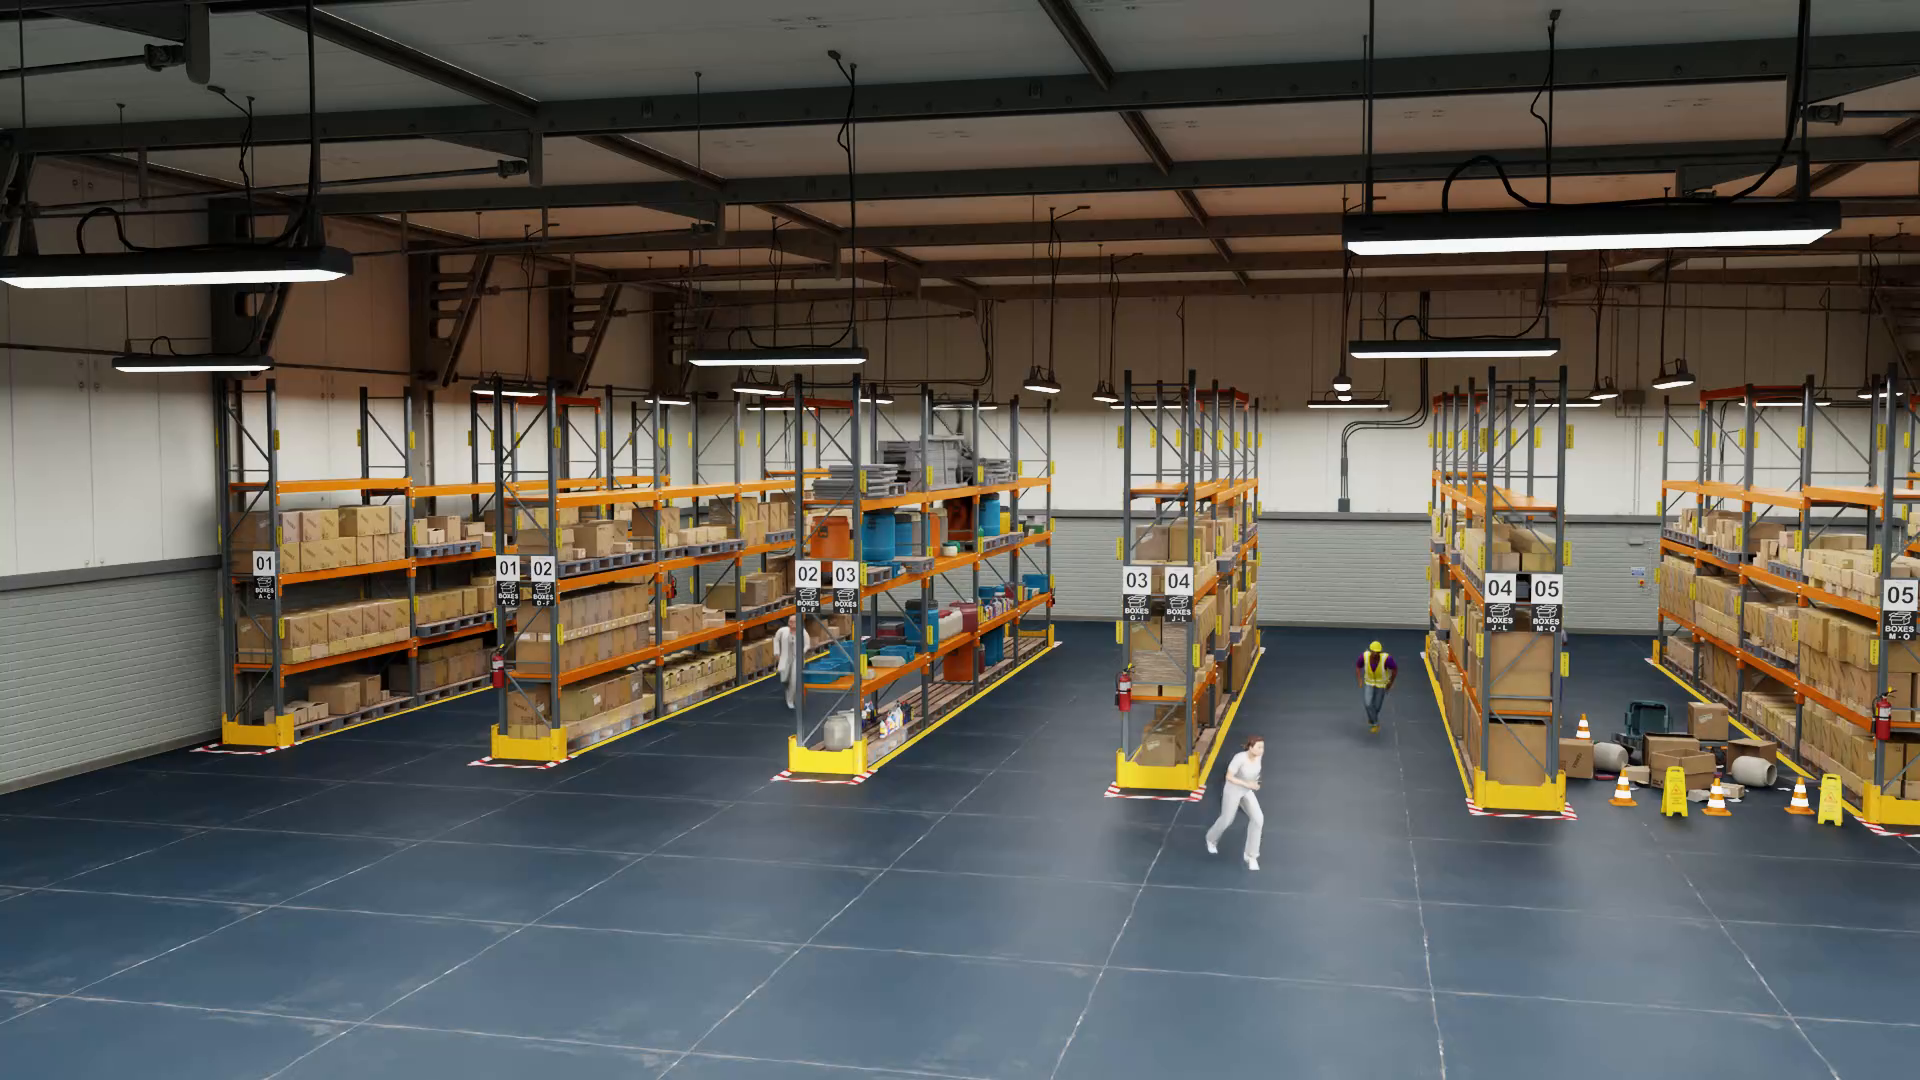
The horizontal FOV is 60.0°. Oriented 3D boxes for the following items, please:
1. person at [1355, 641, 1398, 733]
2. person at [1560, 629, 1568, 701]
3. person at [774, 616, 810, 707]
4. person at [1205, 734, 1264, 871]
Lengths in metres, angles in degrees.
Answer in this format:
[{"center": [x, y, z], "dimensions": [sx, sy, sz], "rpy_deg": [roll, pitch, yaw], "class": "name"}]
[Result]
[{"center": [7.158, 2.501, 28.608], "dimensions": [0.698, 1.609, 1.030], "rpy_deg": [1, 4, 17], "class": "person"}, {"center": [11.281, 2.256, 31.680], "dimensions": [0.598, 1.652, 0.933], "rpy_deg": [1, 3, 9], "class": "person"}, {"center": [-3.163, 2.275, 31.141], "dimensions": [0.702, 1.731, 0.672], "rpy_deg": [0, 3, 2], "class": "person"}, {"center": [3.261, 3.057, 19.705], "dimensions": [0.606, 1.616, 0.954], "rpy_deg": [-2, 4, -33], "class": "person"}]
